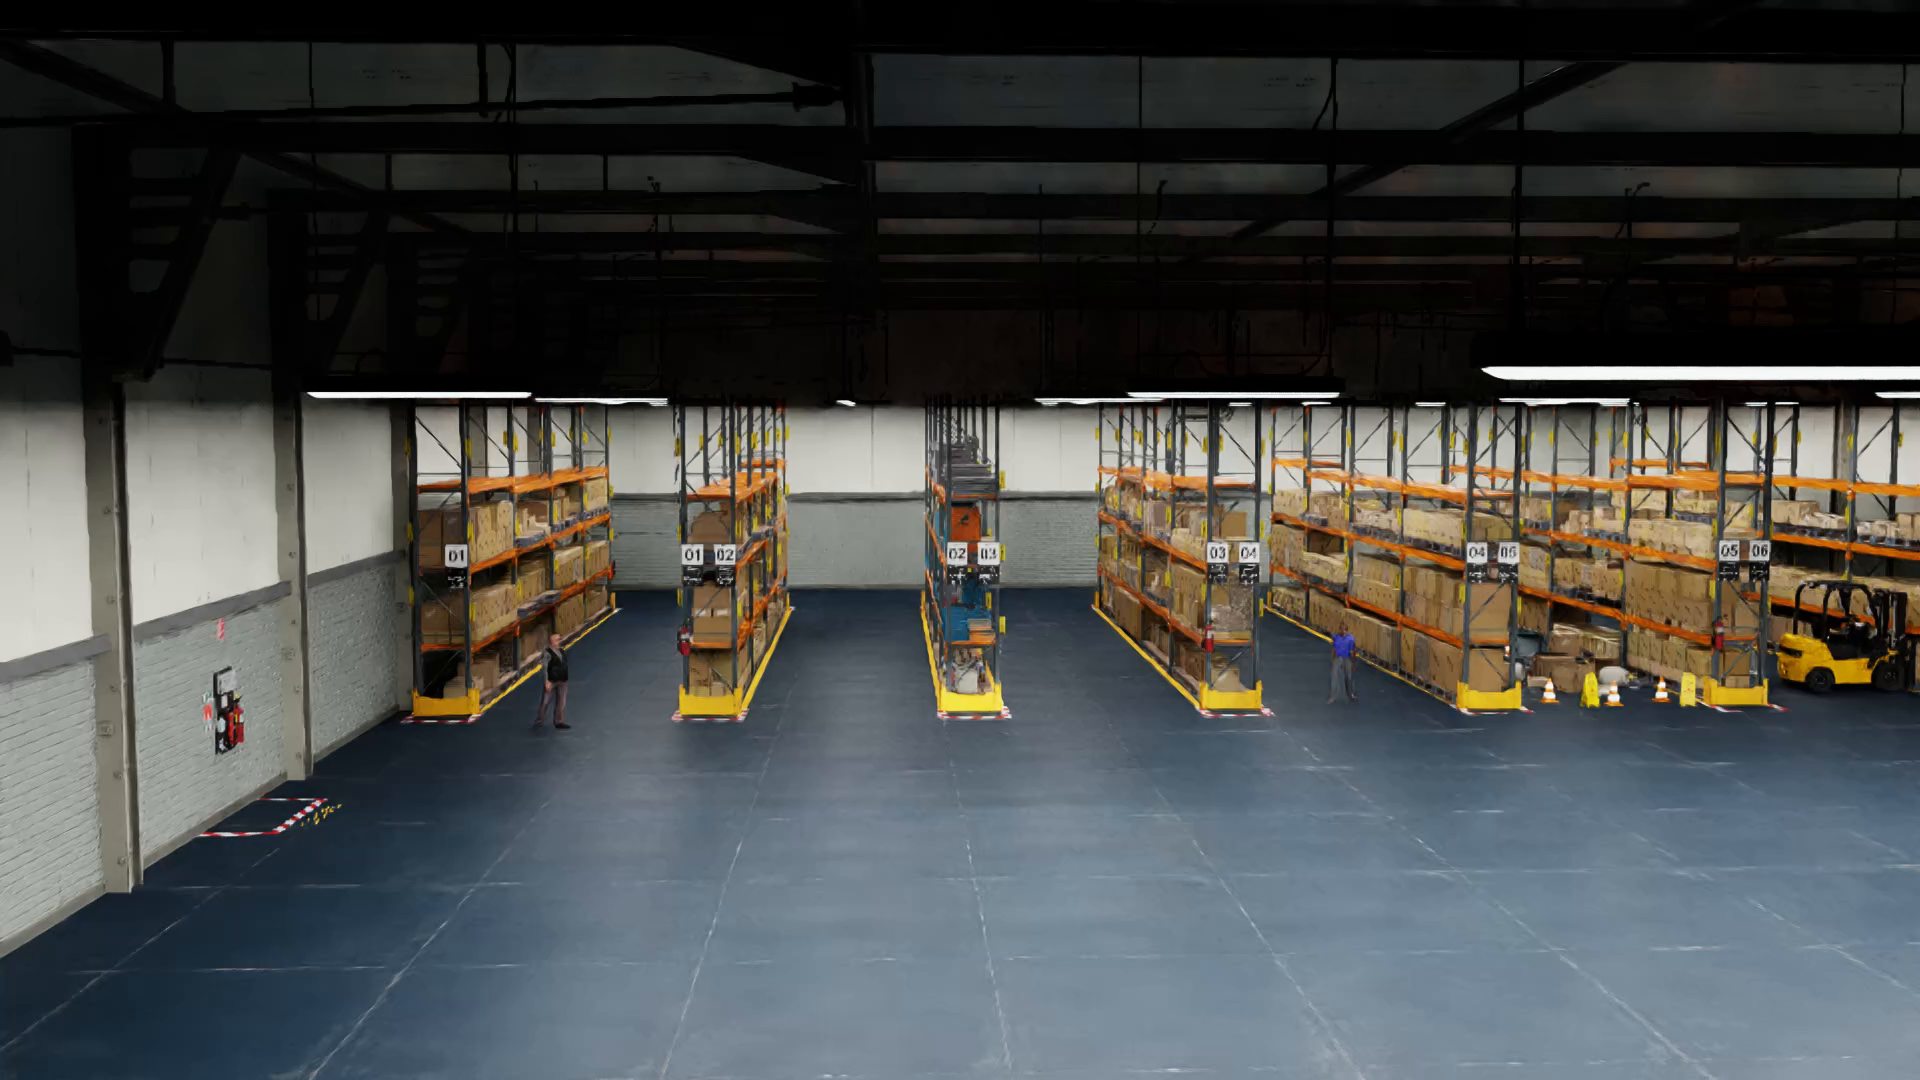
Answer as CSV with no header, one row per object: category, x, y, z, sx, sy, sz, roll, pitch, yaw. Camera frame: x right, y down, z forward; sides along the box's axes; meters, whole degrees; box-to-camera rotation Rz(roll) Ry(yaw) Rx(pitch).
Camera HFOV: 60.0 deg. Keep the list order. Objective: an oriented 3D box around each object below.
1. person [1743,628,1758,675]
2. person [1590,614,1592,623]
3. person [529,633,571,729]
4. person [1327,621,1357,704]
person,16.956,2.083,35.832,0.527,1.592,0.523,2,5,28
person,16.419,1.351,43.953,0.614,1.779,0.656,2,5,26
person,-7.337,2.526,29.673,0.478,1.719,0.709,4,6,40
person,7.449,2.366,32.335,0.491,1.604,0.919,2,5,21
